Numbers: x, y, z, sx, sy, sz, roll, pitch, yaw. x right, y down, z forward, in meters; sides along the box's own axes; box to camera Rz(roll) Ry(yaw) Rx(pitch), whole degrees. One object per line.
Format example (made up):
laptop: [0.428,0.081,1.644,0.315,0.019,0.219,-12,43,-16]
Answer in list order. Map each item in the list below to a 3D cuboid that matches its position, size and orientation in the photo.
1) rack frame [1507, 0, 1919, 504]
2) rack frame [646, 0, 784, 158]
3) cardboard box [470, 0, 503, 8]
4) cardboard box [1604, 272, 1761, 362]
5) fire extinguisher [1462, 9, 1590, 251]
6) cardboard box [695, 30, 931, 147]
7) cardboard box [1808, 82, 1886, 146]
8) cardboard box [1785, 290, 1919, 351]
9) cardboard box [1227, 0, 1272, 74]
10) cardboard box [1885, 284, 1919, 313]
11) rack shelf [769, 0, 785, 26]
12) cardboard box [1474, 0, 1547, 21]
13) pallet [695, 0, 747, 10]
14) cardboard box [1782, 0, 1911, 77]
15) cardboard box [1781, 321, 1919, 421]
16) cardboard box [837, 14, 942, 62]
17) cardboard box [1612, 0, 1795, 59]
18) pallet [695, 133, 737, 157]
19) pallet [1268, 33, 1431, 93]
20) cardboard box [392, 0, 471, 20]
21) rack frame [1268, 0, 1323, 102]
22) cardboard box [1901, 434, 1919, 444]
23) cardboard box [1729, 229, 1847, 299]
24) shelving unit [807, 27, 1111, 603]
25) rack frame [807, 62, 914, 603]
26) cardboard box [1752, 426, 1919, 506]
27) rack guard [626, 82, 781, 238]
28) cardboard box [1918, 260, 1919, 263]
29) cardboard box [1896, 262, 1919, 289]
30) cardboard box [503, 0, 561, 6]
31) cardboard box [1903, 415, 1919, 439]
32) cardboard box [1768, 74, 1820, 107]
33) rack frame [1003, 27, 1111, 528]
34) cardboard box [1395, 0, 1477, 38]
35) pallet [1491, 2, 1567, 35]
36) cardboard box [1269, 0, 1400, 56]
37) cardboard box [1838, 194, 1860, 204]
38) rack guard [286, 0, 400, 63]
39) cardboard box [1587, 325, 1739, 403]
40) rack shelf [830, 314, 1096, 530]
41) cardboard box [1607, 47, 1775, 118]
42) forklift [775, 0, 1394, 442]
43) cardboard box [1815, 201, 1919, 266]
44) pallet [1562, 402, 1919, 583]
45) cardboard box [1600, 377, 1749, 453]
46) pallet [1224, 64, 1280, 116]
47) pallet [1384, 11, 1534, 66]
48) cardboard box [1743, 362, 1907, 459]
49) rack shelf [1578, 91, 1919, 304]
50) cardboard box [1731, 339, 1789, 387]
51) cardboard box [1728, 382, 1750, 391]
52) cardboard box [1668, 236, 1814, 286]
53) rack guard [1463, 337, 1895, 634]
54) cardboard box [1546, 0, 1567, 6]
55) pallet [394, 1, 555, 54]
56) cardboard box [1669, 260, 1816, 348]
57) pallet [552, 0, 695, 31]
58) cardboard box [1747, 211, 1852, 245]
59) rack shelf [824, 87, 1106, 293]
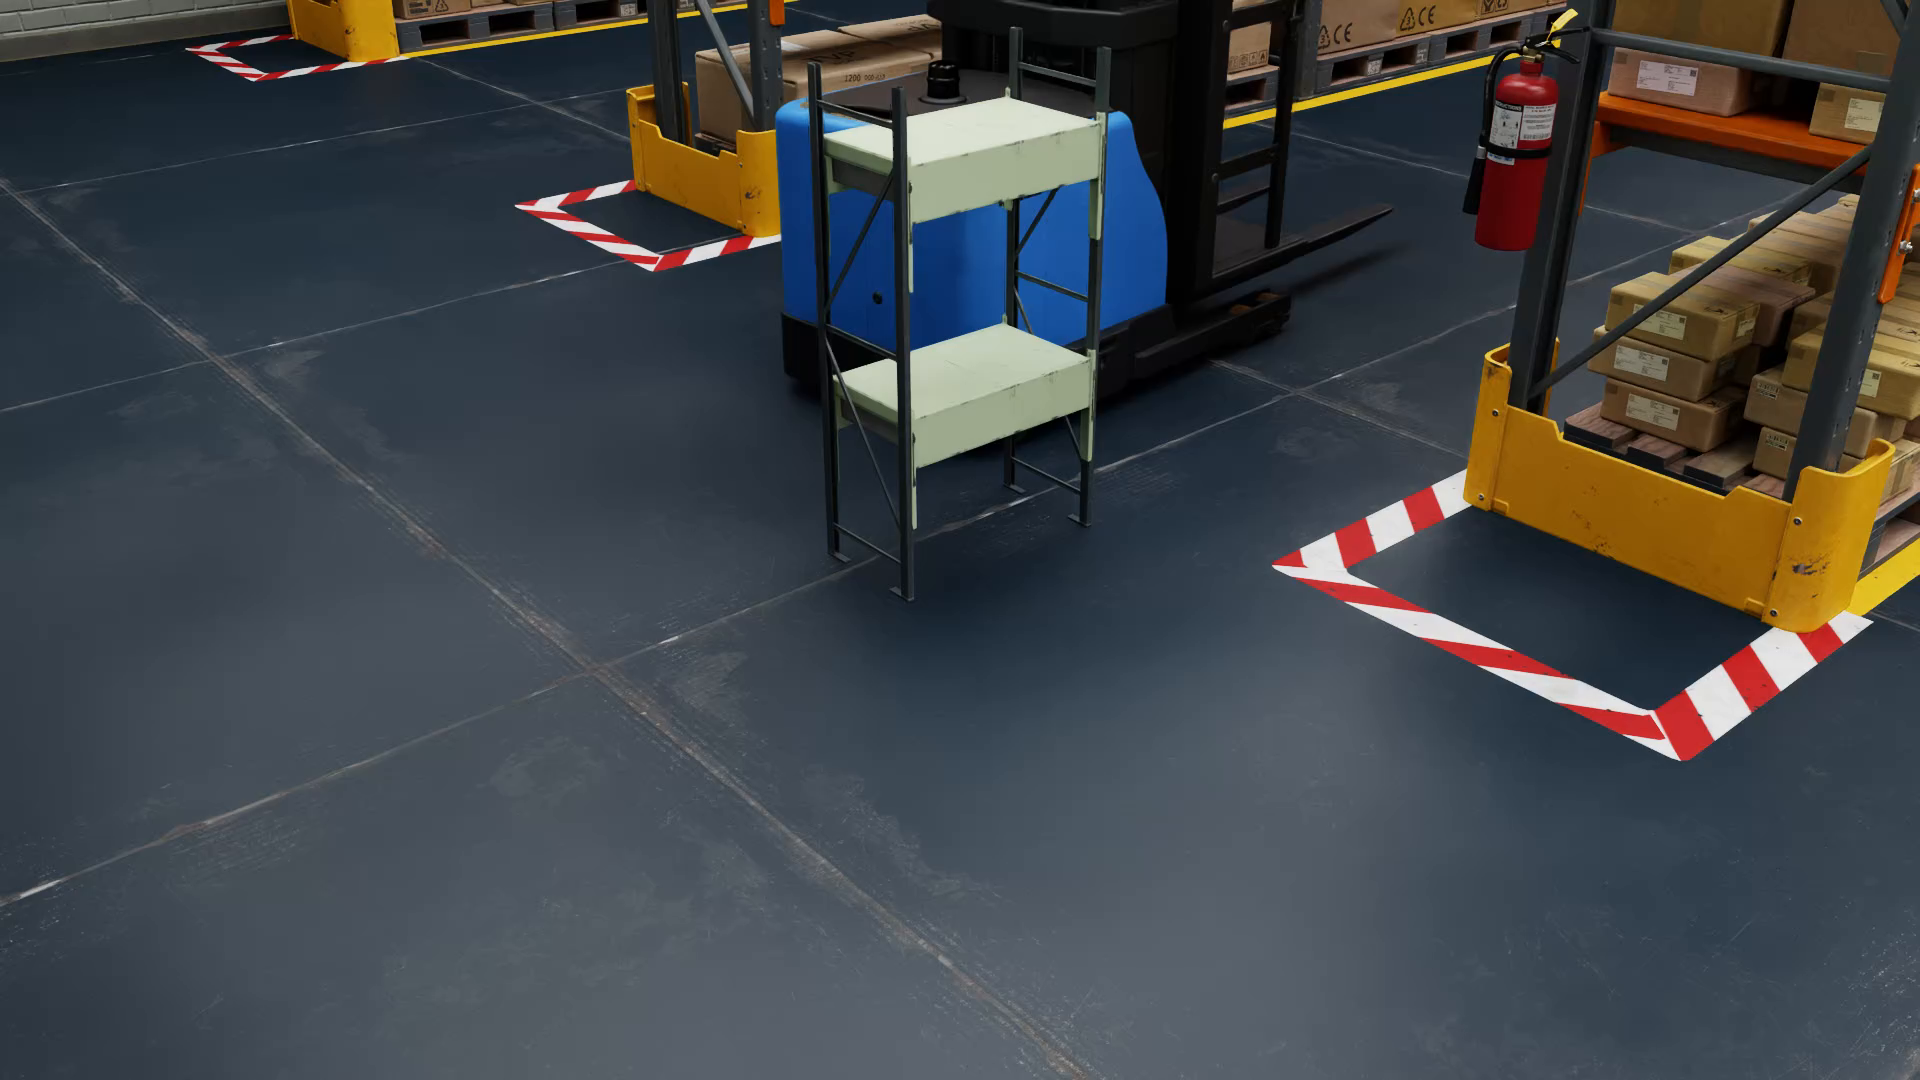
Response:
rack frame: [2.091,-1.282,4.466,0.127,3.000,1.000,-22,35,-35]
rack frame: [-1.198,-3.026,7.729,0.127,3.000,1.000,-22,35,-35]
cardboard box: [-3.547,-4.001,12.134,0.250,0.149,0.380,-24,36,-37]
cardboard box: [2.330,-0.725,5.372,0.250,0.149,0.380,-21,35,-34]
fire extinguisher: [1.600,-1.172,4.737,0.183,0.674,0.296,-22,35,-35]
cardboard box: [-0.761,-2.319,8.679,0.875,0.438,0.875,-23,36,-37]
cardboard box: [2.551,-1.152,4.491,0.250,0.149,0.380,-22,35,-35]
cardboard box: [2.842,-0.638,5.209,0.250,0.149,0.380,-21,35,-34]
cardboard box: [1.297,-3.151,10.236,0.875,0.438,0.875,-22,35,-36]
cardboard box: [3.117,-0.669,5.267,0.250,0.149,0.380,-22,35,-35]
rack shelf: [0.323,-3.320,9.044,4.000,0.370,1.077,-22,35,-35]
cardboard box: [3.627,-4.268,11.863,0.875,0.875,0.875,-21,35,-34]
pallet: [-1.903,-4.588,13.612,1.213,0.211,1.003,-22,35,-35]
cardboard box: [2.612,-1.495,4.444,0.500,0.500,0.500,-20,34,-33]
cardboard box: [2.711,-0.510,4.970,0.250,0.149,0.380,-24,36,-37]
cardboard box: [-0.070,-2.602,9.208,0.875,0.438,0.875,-21,34,-34]
cardboard box: [2.266,-1.687,4.802,0.500,0.500,0.500,-21,35,-34]
pallet: [-0.641,-2.068,8.897,1.213,0.211,1.003,-22,35,-35]
pallet: [2.383,-3.283,11.168,1.213,0.211,1.003,-22,35,-35]
cardboard box: [-3.896,-4.042,11.833,0.637,0.503,0.797,-24,36,-37]
rack frame: [1.845,-4.249,10.019,0.127,3.000,1.000,-22,35,-35]
cardboard box: [2.844,-0.364,5.329,0.250,0.149,0.380,-22,35,-35]
cardboard box: [2.911,-0.962,5.816,0.250,0.149,0.380,-24,36,-37]
shelving unit: [0.005,-0.664,4.900,0.755,1.500,0.431,-22,35,-35]
rack frame: [-0.273,-0.552,4.691,0.023,1.500,0.400,-22,35,-35]
cardboard box: [2.698,-0.255,5.124,0.250,0.149,0.380,-21,35,-34]
rack guard: [-1.217,-1.916,8.305,0.348,0.500,1.175,-22,35,-35]
cardboard box: [3.469,-0.856,5.617,0.250,0.149,0.380,-20,34,-33]
cardboard box: [3.252,-0.775,5.465,0.250,0.149,0.380,-24,36,-37]
cardboard box: [-3.220,-4.288,12.297,0.500,0.500,0.700,-20,34,-33]
cardboard box: [2.902,-0.472,5.215,0.250,0.149,0.380,-22,35,-35]
cardboard box: [2.370,-1.435,5.018,0.250,0.149,0.380,-22,35,-35]
rack frame: [0.284,-0.775,5.110,0.023,1.500,0.400,-22,35,-35]
cardboard box: [2.947,-3.995,11.352,0.875,0.875,0.875,-21,34,-34]
pallet: [4.239,-4.029,12.565,1.213,0.211,1.003,-22,35,-35]
cardboard box: [2.264,-3.716,10.829,0.875,0.875,0.875,-21,34,-33]
cardboard box: [3.532,-1.196,6.253,0.250,0.149,0.380,-22,35,-35]
rack guard: [-4.365,-3.725,11.690,0.348,0.500,1.175,-22,35,-35]
cardboard box: [2.308,-0.605,5.462,0.250,0.149,0.380,-23,36,-36]
rack shelf: [0.005,-0.376,5.054,0.720,0.370,0.431,-22,35,-35]
cardboard box: [2.156,-1.372,4.901,0.250,0.149,0.380,-22,35,-35]
forklift: [0.713,-2.223,6.300,1.130,2.935,3.031,24,36,38]
cardboard box: [3.352,-1.105,6.084,0.250,0.149,0.380,-23,36,-36]
pallet: [2.790,-0.311,5.608,1.213,0.211,1.003,-22,35,-35]
cardboard box: [2.357,-0.445,5.480,0.250,0.149,0.380,-21,35,-34]
pallet: [1.215,-2.815,10.293,1.213,0.211,1.003,-22,35,-35]
pallet: [3.311,-3.658,11.870,1.213,0.211,1.003,-22,35,-35]
cardboard box: [2.657,-0.409,5.096,0.250,0.149,0.380,-20,34,-33]
rack shelf: [3.613,-1.576,5.780,4.000,0.370,1.077,-22,35,-35]
cardboard box: [2.542,-0.665,5.576,0.250,0.149,0.380,-23,36,-36]
cardboard box: [2.486,-0.560,5.695,0.250,0.149,0.380,-21,34,-33]
cardboard box: [2.673,-0.906,5.710,0.250,0.149,0.380,-23,36,-36]
rack guard: [2.149,-0.202,5.098,0.348,0.500,1.175,-22,35,-35]
cardboard box: [4.308,-4.540,12.371,0.875,0.875,0.875,-22,35,-35]
pallet: [-3.759,-3.842,12.215,1.213,0.211,1.003,-22,35,-35]
cardboard box: [2.558,-0.781,5.477,0.250,0.149,0.380,-21,35,-34]
pallet: [-2.831,-4.213,12.910,1.213,0.211,1.003,-22,35,-35]
cardboard box: [3.079,-1.064,6.007,0.250,0.149,0.380,-20,34,-33]
rack shelf: [0.005,-1.008,4.716,0.720,0.370,0.431,-22,35,-35]
